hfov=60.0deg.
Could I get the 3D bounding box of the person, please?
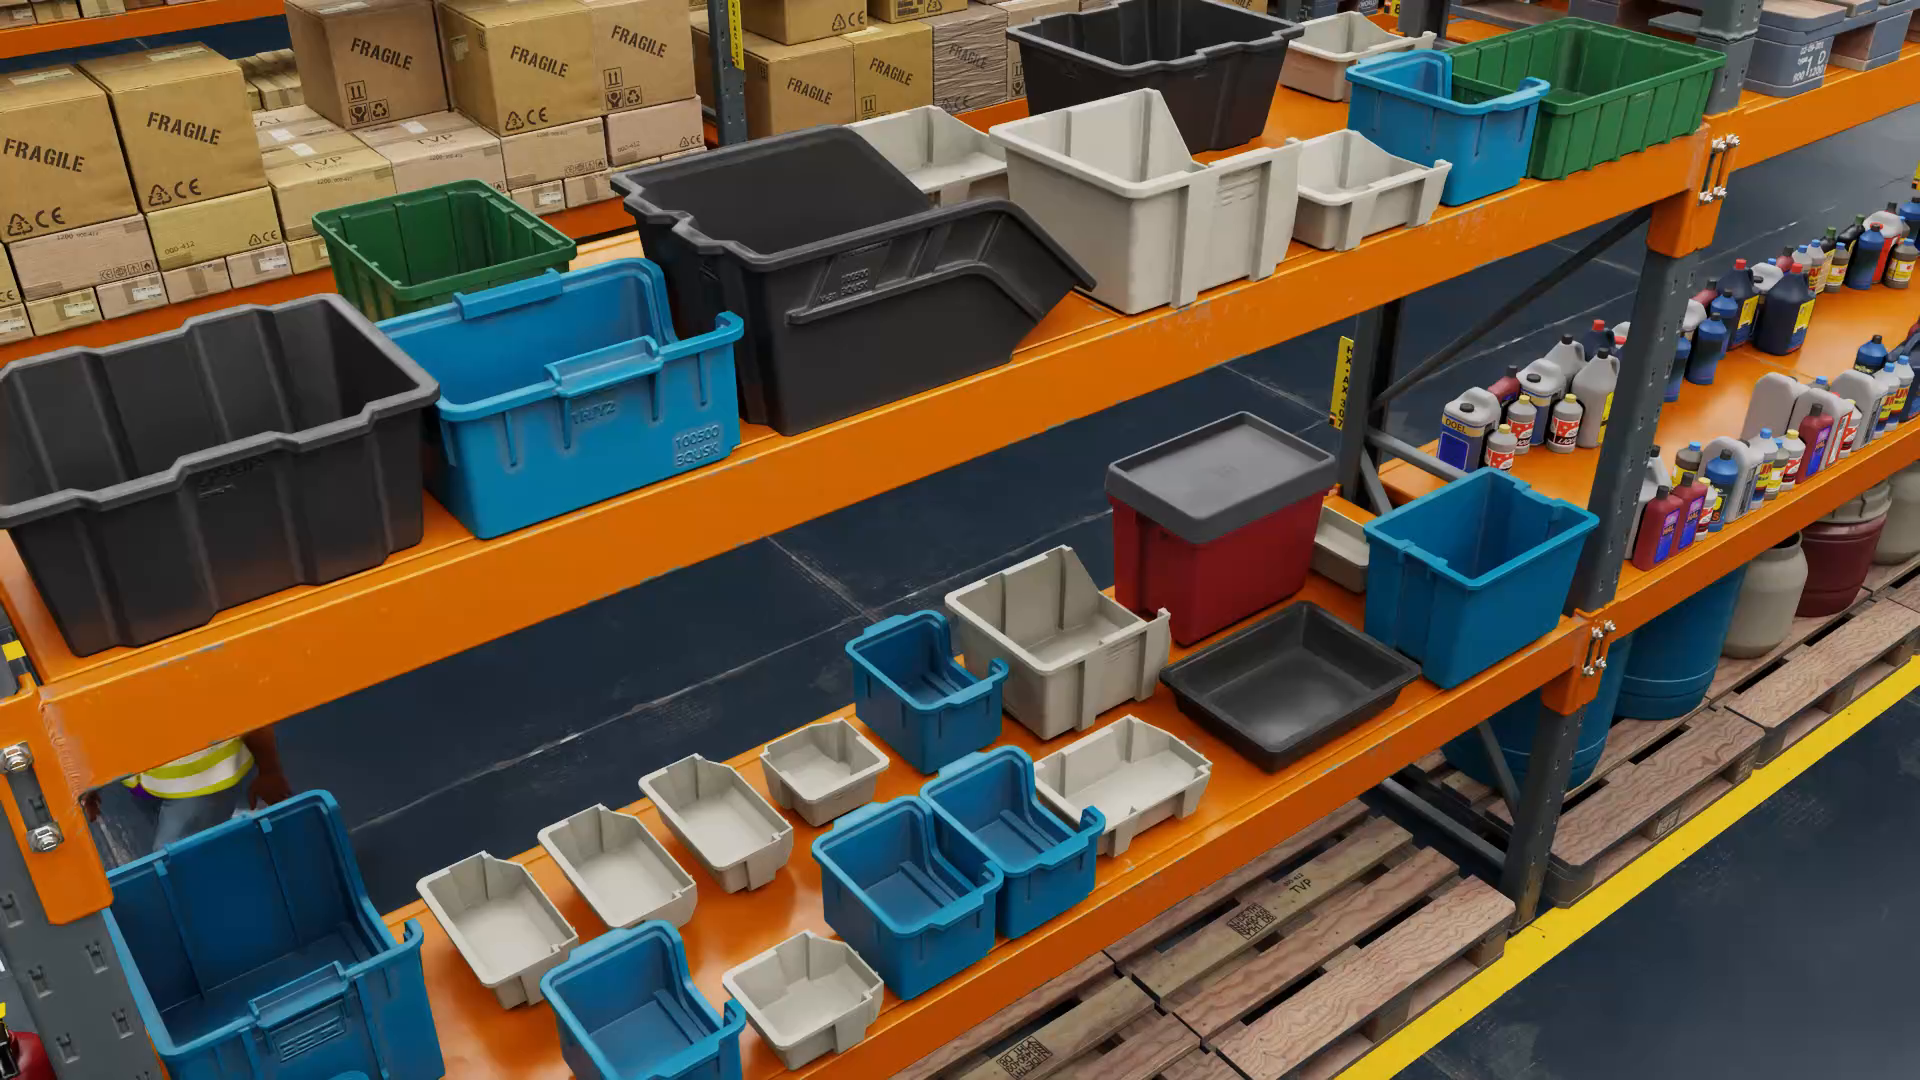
[{"bbox_3d":[-2.313,0.613,5.070,0.559,1.668,0.790,14,35,22],"label":"person"}]
